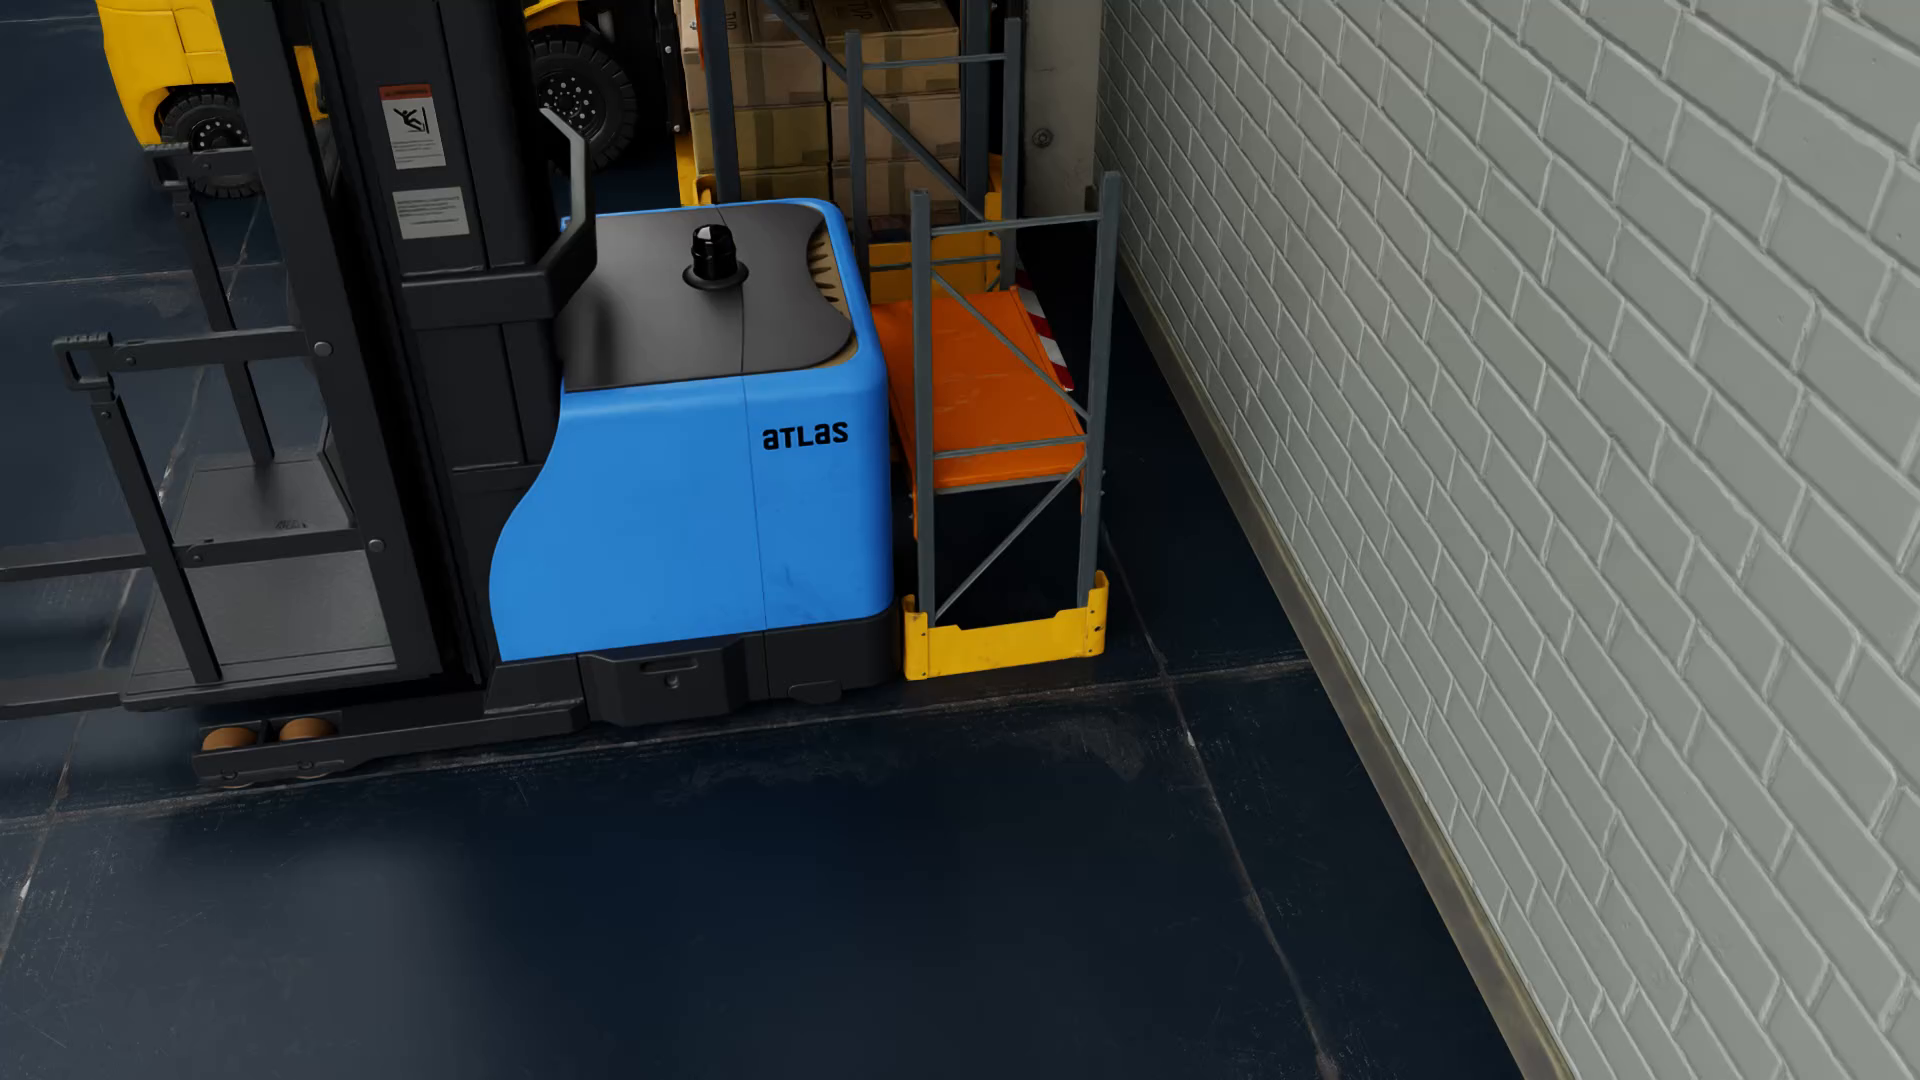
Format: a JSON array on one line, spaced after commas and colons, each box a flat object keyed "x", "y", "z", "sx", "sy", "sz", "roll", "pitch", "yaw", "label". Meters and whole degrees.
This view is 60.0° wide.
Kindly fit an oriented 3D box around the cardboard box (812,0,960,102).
[{"x": -0.293, "y": -1.904, "z": 6.340, "sx": 0.500, "sy": 0.250, "sz": 0.500, "roll": -7, "pitch": 38, "yaw": -9, "label": "cardboard box"}]

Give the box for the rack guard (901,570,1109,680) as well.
[{"x": 0.128, "y": 0.242, "z": 4.734, "sx": 0.587, "sy": 0.250, "sz": 0.087, "roll": -7, "pitch": 38, "yaw": -9, "label": "rack guard"}]

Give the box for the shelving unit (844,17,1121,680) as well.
[{"x": 0.027, "y": -0.551, "z": 4.736, "sx": 0.587, "sy": 1.500, "sz": 1.083, "roll": -7, "pitch": 38, "yaw": -9, "label": "shelving unit"}]

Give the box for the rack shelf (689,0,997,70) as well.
[{"x": -0.746, "y": -3.043, "z": 7.308, "sx": 1.077, "sy": 0.370, "sz": 4.000, "roll": -6, "pitch": 38, "yaw": -8, "label": "rack shelf"}]

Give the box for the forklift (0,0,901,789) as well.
[{"x": -1.733, "y": -0.852, "z": 3.957, "sx": 3.031, "sy": 2.935, "sz": 1.130, "roll": -7, "pitch": 38, "yaw": -8, "label": "forklift"}]

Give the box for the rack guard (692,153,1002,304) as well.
[{"x": -0.391, "y": -1.117, "z": 6.280, "sx": 1.175, "sy": 0.500, "sz": 0.348, "roll": -6, "pitch": 38, "yaw": -8, "label": "rack guard"}]

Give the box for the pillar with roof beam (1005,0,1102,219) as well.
[{"x": -3.868, "y": -4.542, "z": 3.762, "sx": 9.100, "sy": 9.000, "sz": 0.400, "roll": -6, "pitch": 38, "yaw": -8, "label": "pillar with roof beam"}]

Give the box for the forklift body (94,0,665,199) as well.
[{"x": -2.524, "y": -2.733, "z": 7.014, "sx": 2.313, "sy": 2.155, "sz": 1.214, "roll": -6, "pitch": 38, "yaw": -8, "label": "forklift body"}]

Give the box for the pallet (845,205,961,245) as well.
[{"x": -0.571, "y": -1.475, "z": 6.976, "sx": 1.003, "sy": 0.211, "sz": 1.213, "roll": -6, "pitch": 38, "yaw": -8, "label": "pallet"}]

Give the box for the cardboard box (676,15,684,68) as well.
[{"x": -0.977, "y": -2.270, "z": 7.219, "sx": 0.500, "sy": 0.250, "sz": 0.500, "roll": -7, "pitch": 38, "yaw": -9, "label": "cardboard box"}]

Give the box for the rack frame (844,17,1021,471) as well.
[{"x": -0.075, "y": -0.850, "z": 5.122, "sx": 0.500, "sy": 1.500, "sz": 0.032, "roll": -7, "pitch": 38, "yaw": -9, "label": "rack frame"}]

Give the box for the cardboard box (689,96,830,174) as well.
[{"x": -0.788, "y": -1.657, "z": 6.429, "sx": 0.500, "sy": 0.250, "sz": 0.500, "roll": -7, "pitch": 38, "yaw": -9, "label": "cardboard box"}]

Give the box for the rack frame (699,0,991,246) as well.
[{"x": -0.395, "y": -2.119, "z": 5.532, "sx": 1.000, "sy": 3.000, "sz": 0.127, "roll": -6, "pitch": 38, "yaw": -8, "label": "rack frame"}]

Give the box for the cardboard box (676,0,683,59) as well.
[{"x": -0.878, "y": -2.146, "z": 6.651, "sx": 0.500, "sy": 0.250, "sz": 0.500, "roll": -6, "pitch": 38, "yaw": -7, "label": "cardboard box"}]

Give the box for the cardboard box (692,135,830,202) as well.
[{"x": -0.789, "y": -1.449, "z": 6.568, "sx": 0.500, "sy": 0.250, "sz": 0.500, "roll": -6, "pitch": 38, "yaw": -8, "label": "cardboard box"}]

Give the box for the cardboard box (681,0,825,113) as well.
[{"x": -0.783, "y": -1.838, "z": 6.255, "sx": 0.500, "sy": 0.250, "sz": 0.500, "roll": -5, "pitch": 38, "yaw": -6, "label": "cardboard box"}]

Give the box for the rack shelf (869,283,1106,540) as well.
[{"x": 0.028, "y": -0.403, "z": 4.839, "sx": 0.538, "sy": 0.185, "sz": 1.000, "roll": -7, "pitch": 38, "yaw": -9, "label": "rack shelf"}]

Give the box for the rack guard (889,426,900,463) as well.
[{"x": -0.074, "y": -0.356, "z": 5.505, "sx": 0.587, "sy": 0.250, "sz": 0.087, "roll": -7, "pitch": 38, "yaw": -9, "label": "rack guard"}]

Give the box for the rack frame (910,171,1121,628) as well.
[{"x": 0.131, "y": -0.240, "z": 4.336, "sx": 0.500, "sy": 1.500, "sz": 0.032, "roll": -7, "pitch": 38, "yaw": -9, "label": "rack frame"}]

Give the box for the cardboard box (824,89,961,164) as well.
[{"x": -0.273, "y": -1.702, "z": 6.488, "sx": 0.500, "sy": 0.250, "sz": 0.500, "roll": -6, "pitch": 38, "yaw": -7, "label": "cardboard box"}]

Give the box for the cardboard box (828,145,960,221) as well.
[{"x": -0.289, "y": -1.516, "z": 6.656, "sx": 0.500, "sy": 0.250, "sz": 0.500, "roll": -6, "pitch": 38, "yaw": -8, "label": "cardboard box"}]

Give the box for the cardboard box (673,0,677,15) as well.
[{"x": -0.977, "y": -2.450, "z": 7.042, "sx": 0.500, "sy": 0.250, "sz": 0.500, "roll": -6, "pitch": 38, "yaw": -7, "label": "cardboard box"}]
